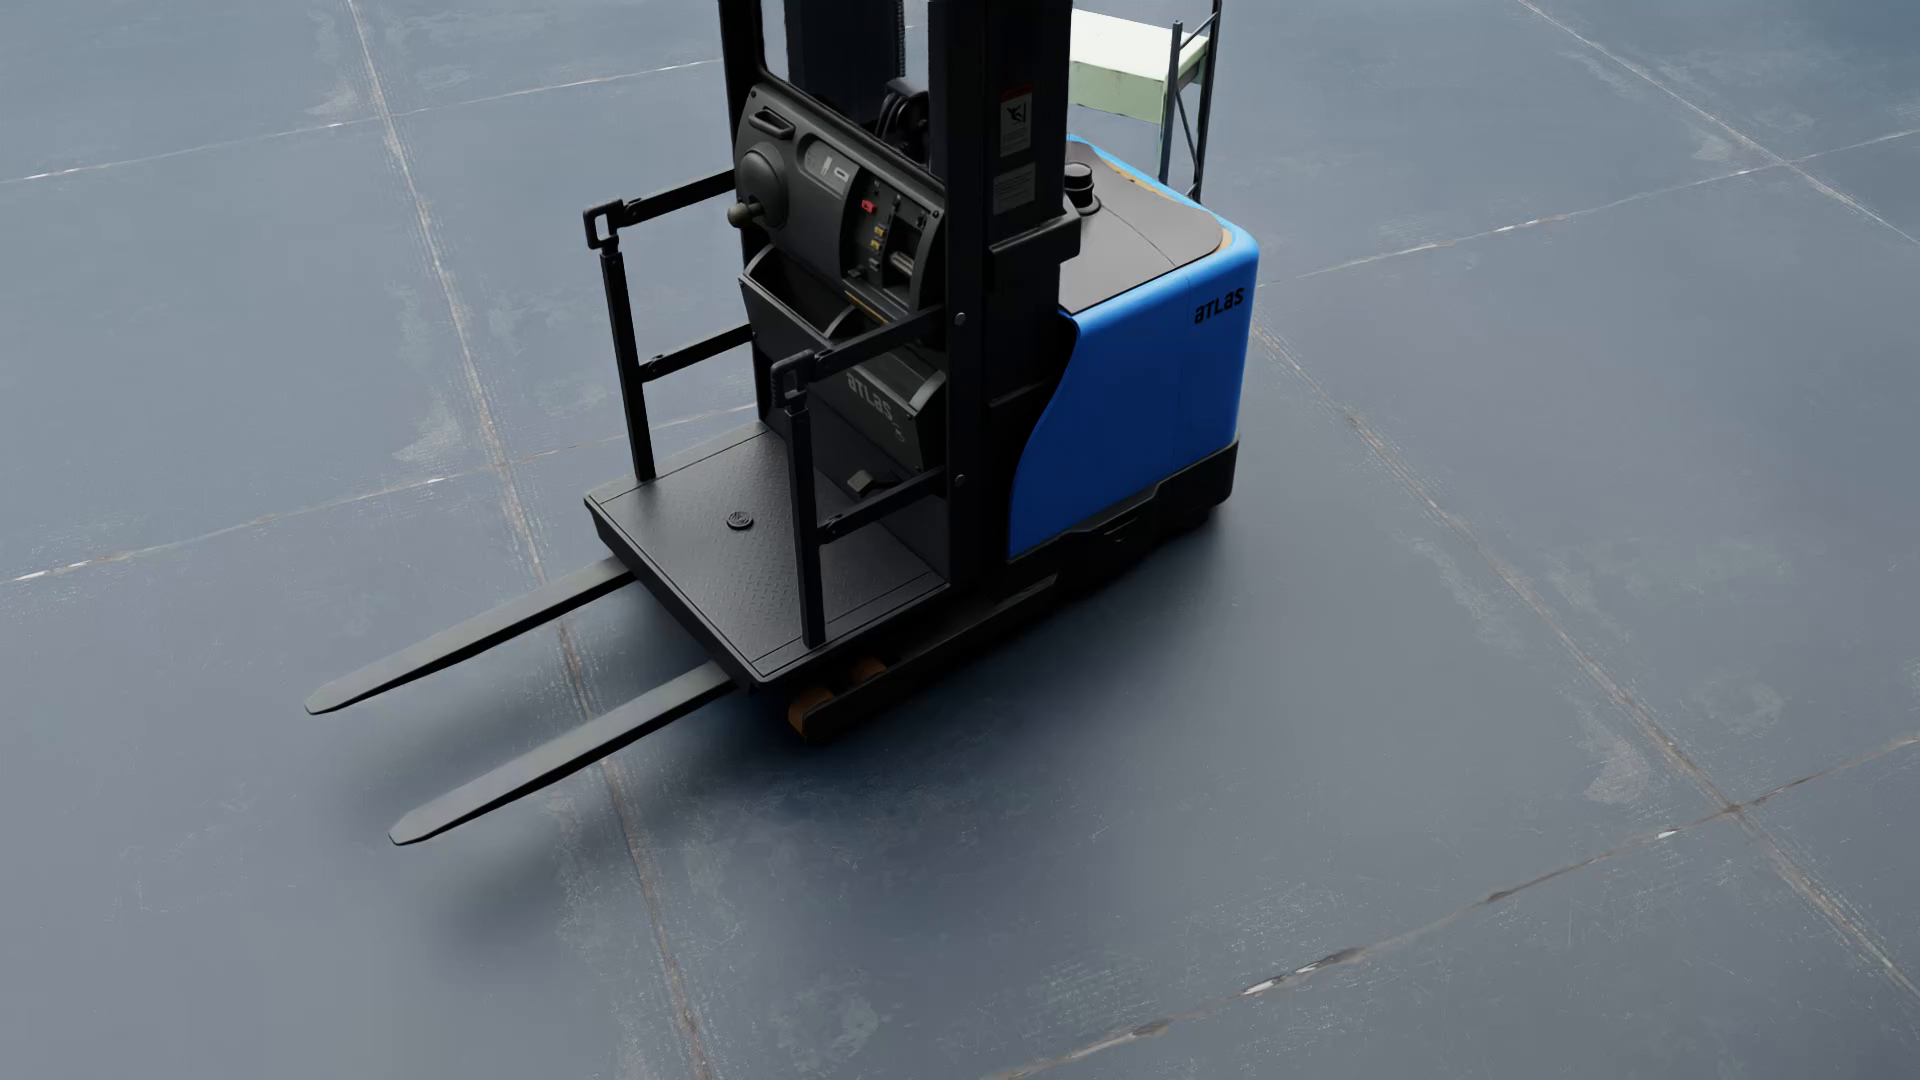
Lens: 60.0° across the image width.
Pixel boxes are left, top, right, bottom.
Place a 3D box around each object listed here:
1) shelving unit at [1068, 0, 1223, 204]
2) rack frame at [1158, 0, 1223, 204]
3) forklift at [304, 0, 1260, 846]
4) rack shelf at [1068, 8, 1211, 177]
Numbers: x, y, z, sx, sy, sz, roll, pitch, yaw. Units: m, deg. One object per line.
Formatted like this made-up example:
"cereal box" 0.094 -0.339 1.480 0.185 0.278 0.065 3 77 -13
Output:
"shelving unit" 0.465 -1.320 6.127 0.755 1.500 0.431 19 43 21
"rack frame" 0.787 -1.206 5.995 0.023 1.500 0.400 19 43 21
"forklift" -0.517 -0.899 4.547 3.031 2.935 1.130 -27 47 -28
"rack shelf" 0.469 -1.620 5.878 0.720 0.370 0.431 19 43 21
